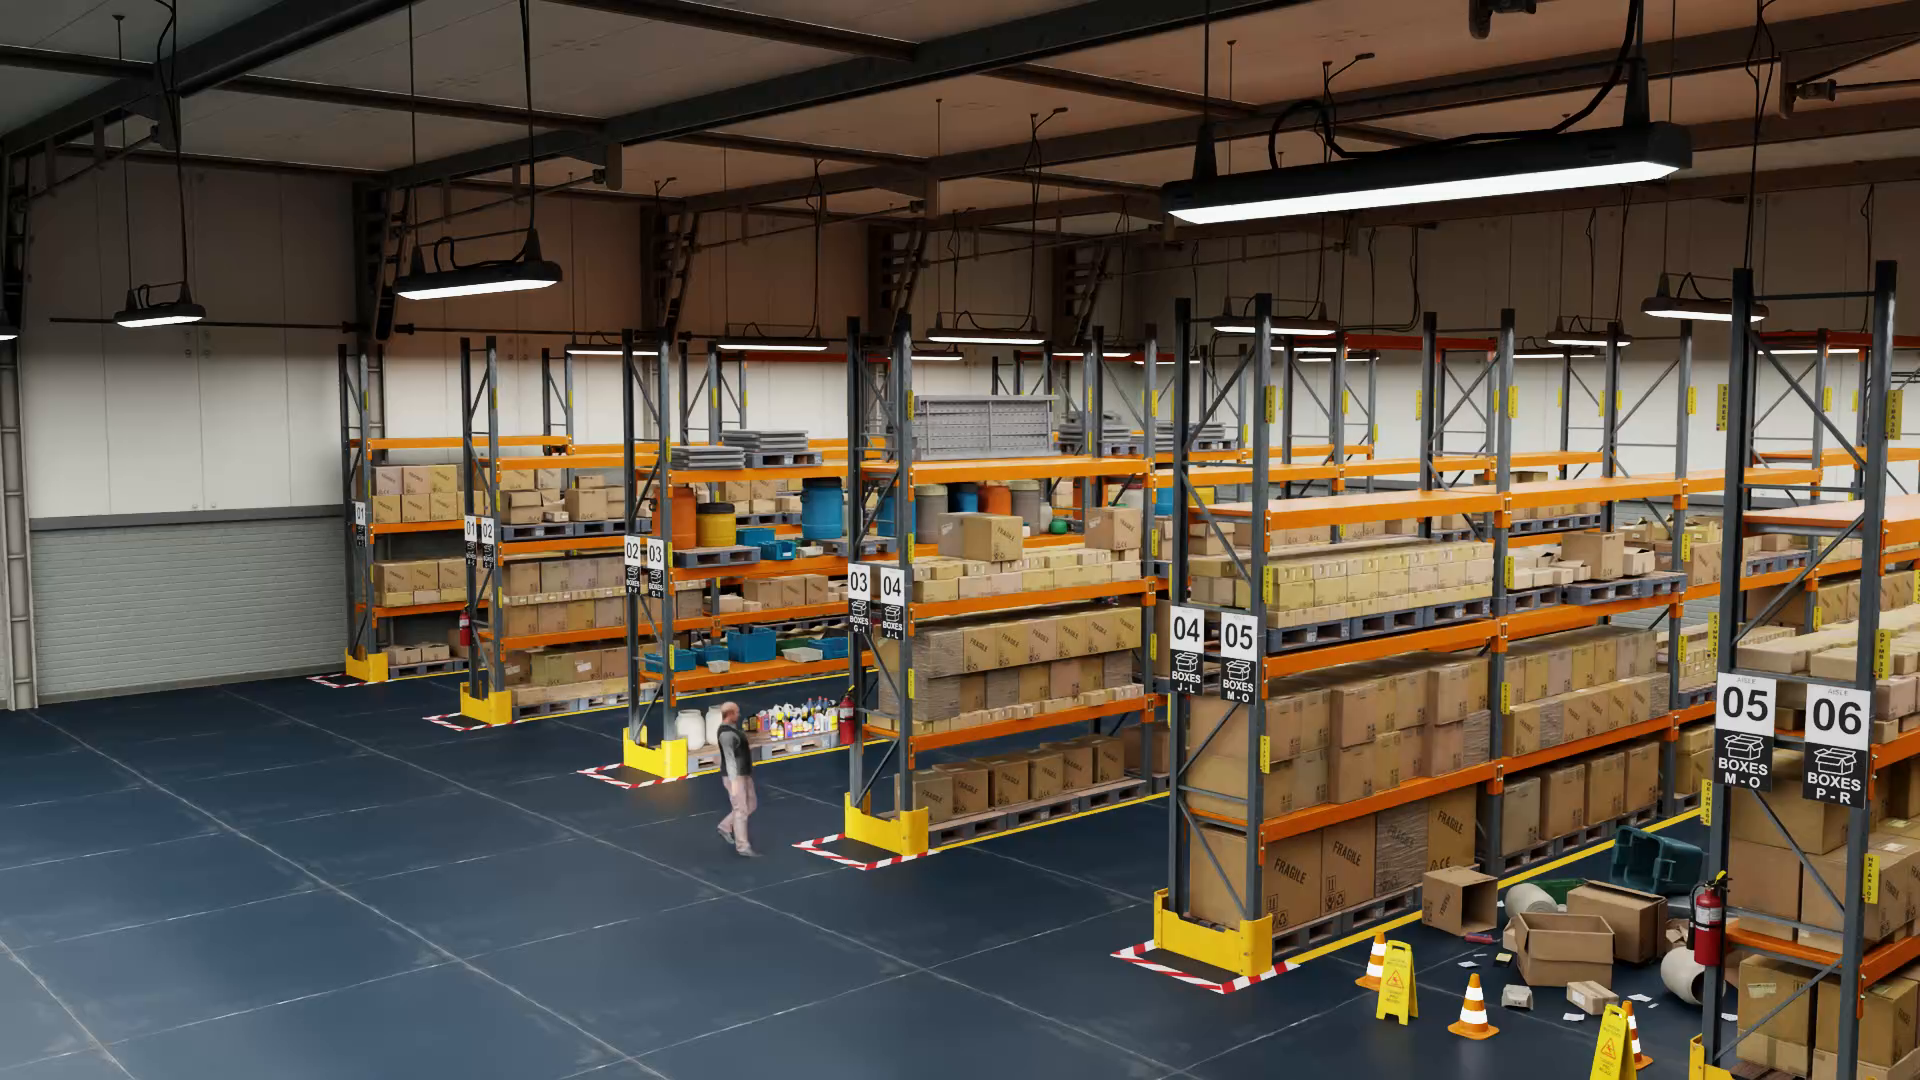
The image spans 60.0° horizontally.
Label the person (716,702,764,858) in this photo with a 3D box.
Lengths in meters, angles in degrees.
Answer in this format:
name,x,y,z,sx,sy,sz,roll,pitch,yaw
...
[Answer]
name,x,y,z,sx,sy,sz,roll,pitch,yaw
person,-2.473,2.660,18.606,0.591,1.726,0.595,0,5,1
